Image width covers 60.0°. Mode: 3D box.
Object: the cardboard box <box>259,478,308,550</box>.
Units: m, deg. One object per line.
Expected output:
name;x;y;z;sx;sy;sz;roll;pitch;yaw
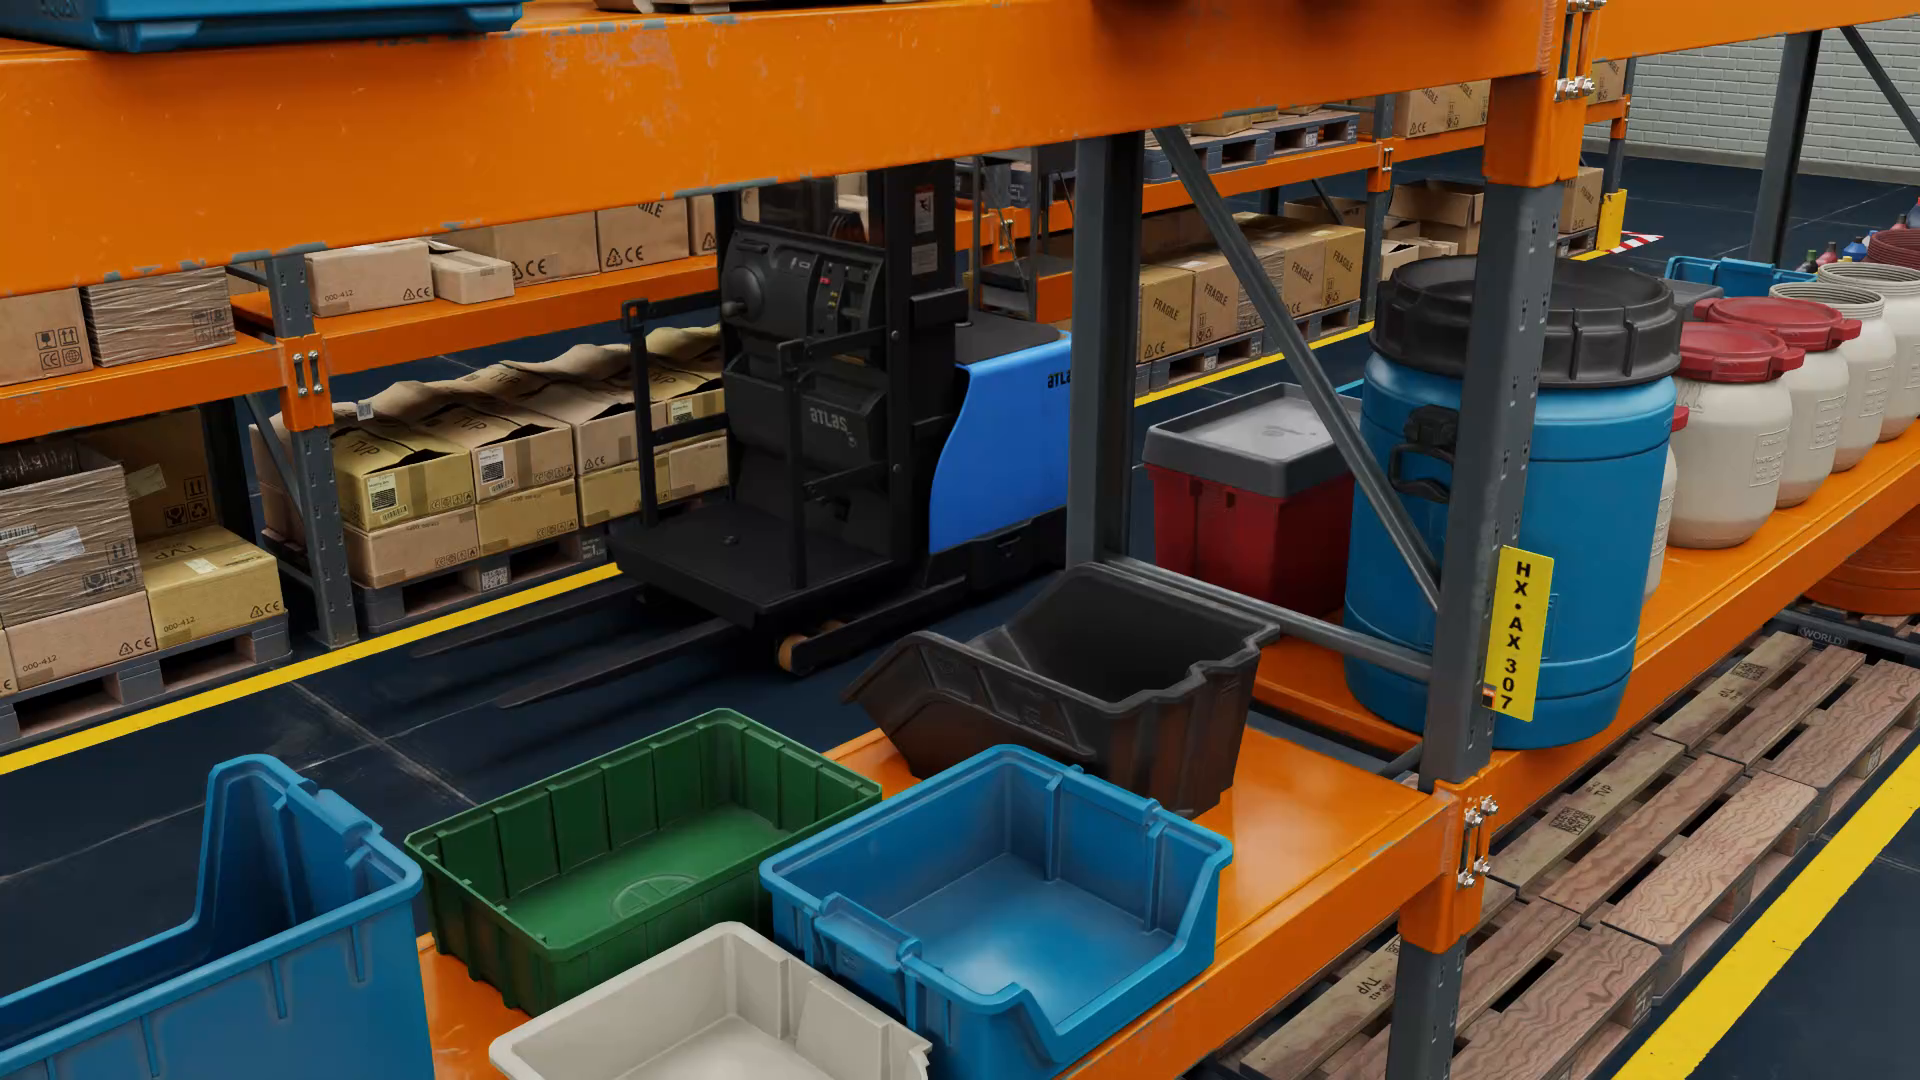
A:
cardboard box;-2.828;-0.170;7.584;0.500;0.250;0.500;19;28;40

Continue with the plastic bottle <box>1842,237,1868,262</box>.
plastic bottle;3.794;-1.151;7.068;0.097;0.271;0.097;0;21;0

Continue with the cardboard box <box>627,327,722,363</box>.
cardboard box;-1.413;-0.952;8.837;0.500;0.311;0.500;18;28;39

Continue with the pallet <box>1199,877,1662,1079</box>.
pallet;1.157;1.252;4.523;1.003;0.211;1.213;19;28;41

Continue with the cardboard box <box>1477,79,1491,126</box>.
cardboard box;3.928;-3.505;12.873;0.500;0.500;0.500;19;28;40

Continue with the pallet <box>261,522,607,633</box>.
pallet;-2.424;0.024;7.718;1.003;0.211;1.213;19;28;41

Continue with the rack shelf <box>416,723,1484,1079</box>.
rack shelf;-0.758;1.012;2.264;1.077;0.370;4.000;19;28;41

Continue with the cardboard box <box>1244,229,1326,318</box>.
cardboard box;2.181;-1.850;11.578;0.500;0.500;0.500;19;28;41

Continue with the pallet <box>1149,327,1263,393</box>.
pallet;1.280;-1.300;11.162;1.003;0.211;1.213;19;28;41

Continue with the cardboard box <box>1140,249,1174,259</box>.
cardboard box;1.088;-1.714;11.224;0.500;0.500;0.500;18;27;39

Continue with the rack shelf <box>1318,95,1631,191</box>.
rack shelf;4.066;-3.313;13.517;1.077;0.370;4.000;19;28;41

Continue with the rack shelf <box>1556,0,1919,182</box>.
rack shelf;2.032;-1.416;4.401;1.077;0.370;4.000;19;28;41

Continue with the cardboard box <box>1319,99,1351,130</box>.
cardboard box;2.836;-3.374;12.534;0.500;0.500;0.500;-20;28;-41

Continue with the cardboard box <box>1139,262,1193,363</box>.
cardboard box;1.118;-1.455;10.549;0.500;0.500;0.500;19;28;40

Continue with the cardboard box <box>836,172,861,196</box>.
cardboard box;-0.882;-1.884;8.919;0.500;0.311;0.500;19;28;40

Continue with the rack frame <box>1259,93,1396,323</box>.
rack frame;2.671;-3.135;12.050;1.000;3.000;0.127;19;28;41

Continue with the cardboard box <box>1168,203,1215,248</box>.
cardboard box;1.462;-2.203;11.452;0.500;0.250;0.500;19;28;41

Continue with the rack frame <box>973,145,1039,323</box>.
rack frame;0.209;-1.057;7.897;0.400;2.100;0.015;19;28;41

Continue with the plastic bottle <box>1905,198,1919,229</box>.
plastic bottle;4.342;-1.378;7.548;0.144;0.351;0.185;19;28;41

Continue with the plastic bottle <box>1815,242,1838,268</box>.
plastic bottle;3.565;-1.082;6.871;0.061;0.283;0.133;19;28;41

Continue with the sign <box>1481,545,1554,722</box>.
sign;1.023;0.173;3.057;0.100;0.325;0.005;19;28;41

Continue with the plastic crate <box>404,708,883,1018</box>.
plastic crate;-0.512;0.539;2.786;0.450;0.188;0.662;19;28;41

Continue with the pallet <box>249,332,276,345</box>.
pallet;-5.068;-1.532;11.765;1.003;0.211;1.213;19;28;41

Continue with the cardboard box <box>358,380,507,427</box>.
cardboard box;-2.474;-0.564;7.827;0.500;0.311;0.500;-19;28;-41

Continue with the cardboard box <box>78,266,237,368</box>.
cardboard box;-3.215;-1.010;6.381;0.700;0.500;0.500;18;28;39

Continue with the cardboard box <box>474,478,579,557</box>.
cardboard box;-2.093;-0.164;7.567;0.500;0.250;0.500;-19;28;-41

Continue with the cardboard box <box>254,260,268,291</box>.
cardboard box;-4.905;-1.948;11.833;0.700;0.500;0.500;19;28;40

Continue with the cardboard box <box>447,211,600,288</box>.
cardboard box;-1.995;-1.454;7.537;0.500;0.500;0.500;-18;27;-38

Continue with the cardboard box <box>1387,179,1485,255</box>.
cardboard box;3.978;-2.659;13.679;0.797;0.503;0.637;19;28;41

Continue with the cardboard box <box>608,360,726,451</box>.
cardboard box;-1.371;-0.692;8.161;0.500;0.311;0.500;-19;28;-41

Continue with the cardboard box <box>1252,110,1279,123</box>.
cardboard box;1.746;-3.119;11.285;0.500;0.500;0.700;-15;26;-34

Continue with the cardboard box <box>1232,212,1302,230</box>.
cardboard box;2.159;-2.110;12.255;0.500;0.500;0.500;18;27;38

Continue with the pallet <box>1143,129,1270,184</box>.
pallet;1.234;-2.518;10.713;1.003;0.211;1.213;19;28;41

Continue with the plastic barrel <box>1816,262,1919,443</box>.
plastic barrel;2.863;-0.600;5.300;0.421;0.512;0.421;0;21;0

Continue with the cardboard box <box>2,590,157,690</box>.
cardboard box;-3.432;0.309;6.338;0.500;0.250;0.500;19;28;41

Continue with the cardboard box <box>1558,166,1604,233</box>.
cardboard box;5.259;-3.000;14.571;0.500;0.500;0.500;19;28;41

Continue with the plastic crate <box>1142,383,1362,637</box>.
plastic crate;0.755;-0.069;3.984;0.402;0.464;0.583;19;28;41

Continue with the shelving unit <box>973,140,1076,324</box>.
shelving unit;0.380;-1.119;8.060;0.431;2.100;0.503;19;28;41

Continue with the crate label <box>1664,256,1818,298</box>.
crate label;2.540;-0.695;5.652;0.502;0.435;0.616;19;28;41

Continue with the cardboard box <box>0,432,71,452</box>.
cardboard box;-3.801;-0.170;6.538;0.500;0.500;0.500;19;28;41

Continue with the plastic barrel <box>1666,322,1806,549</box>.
plastic barrel;1.973;-0.281;4.435;0.433;0.535;0.433;0;21;0

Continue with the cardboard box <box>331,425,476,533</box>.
cardboard box;-2.443;-0.297;7.132;0.500;0.311;0.500;19;28;41

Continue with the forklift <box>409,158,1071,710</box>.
forklift;-0.804;-1.032;6.675;1.130;2.935;3.031;19;28;41

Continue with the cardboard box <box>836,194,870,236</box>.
cardboard box;-0.549;-1.689;8.639;0.380;0.149;0.250;19;28;41

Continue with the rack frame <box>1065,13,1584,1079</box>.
rack frame;0.637;0.162;3.472;1.000;3.000;0.127;19;28;41
